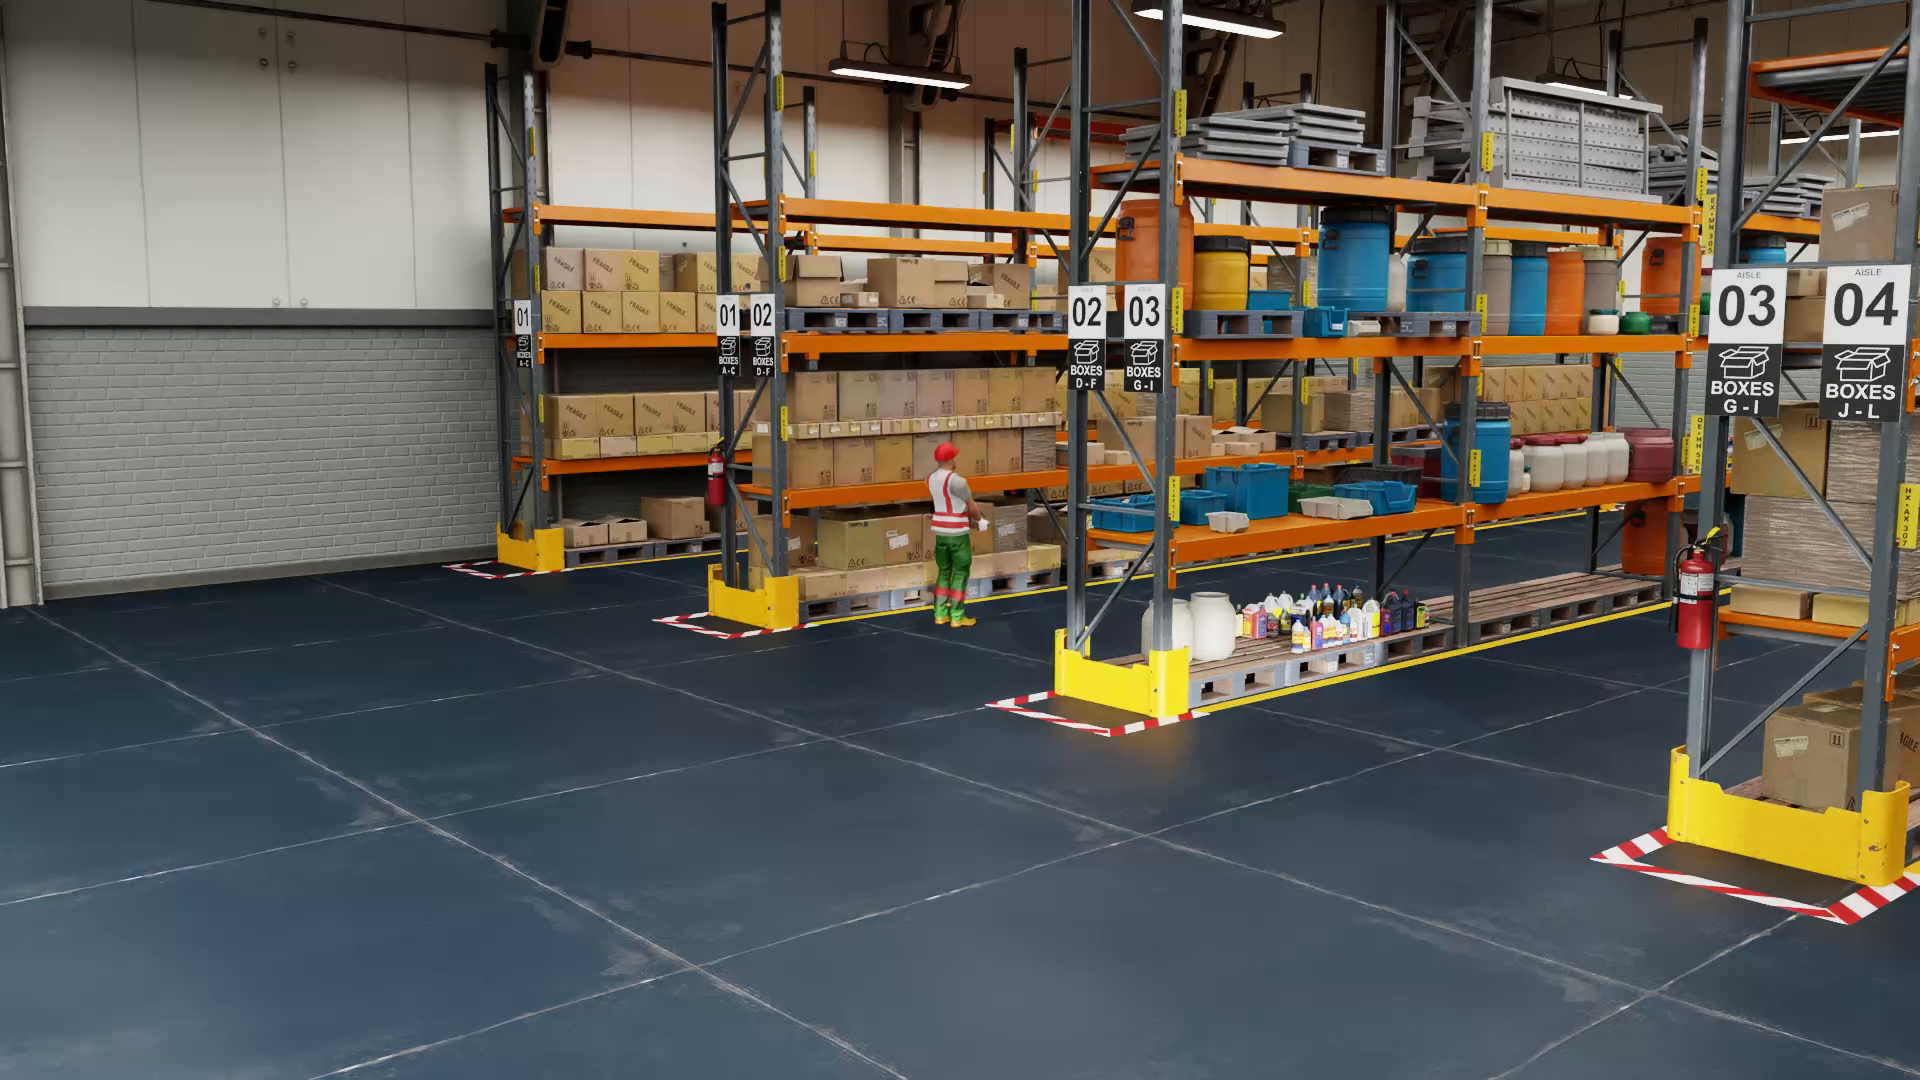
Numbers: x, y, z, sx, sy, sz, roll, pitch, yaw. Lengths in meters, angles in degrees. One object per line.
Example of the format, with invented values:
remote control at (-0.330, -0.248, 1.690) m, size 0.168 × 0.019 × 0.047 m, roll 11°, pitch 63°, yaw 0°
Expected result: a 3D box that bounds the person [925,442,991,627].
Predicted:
person at (-0.011, -0.069, 16.236) m, size 0.567 × 1.783 × 0.494 m, roll -6°, pitch 10°, yaw -40°
